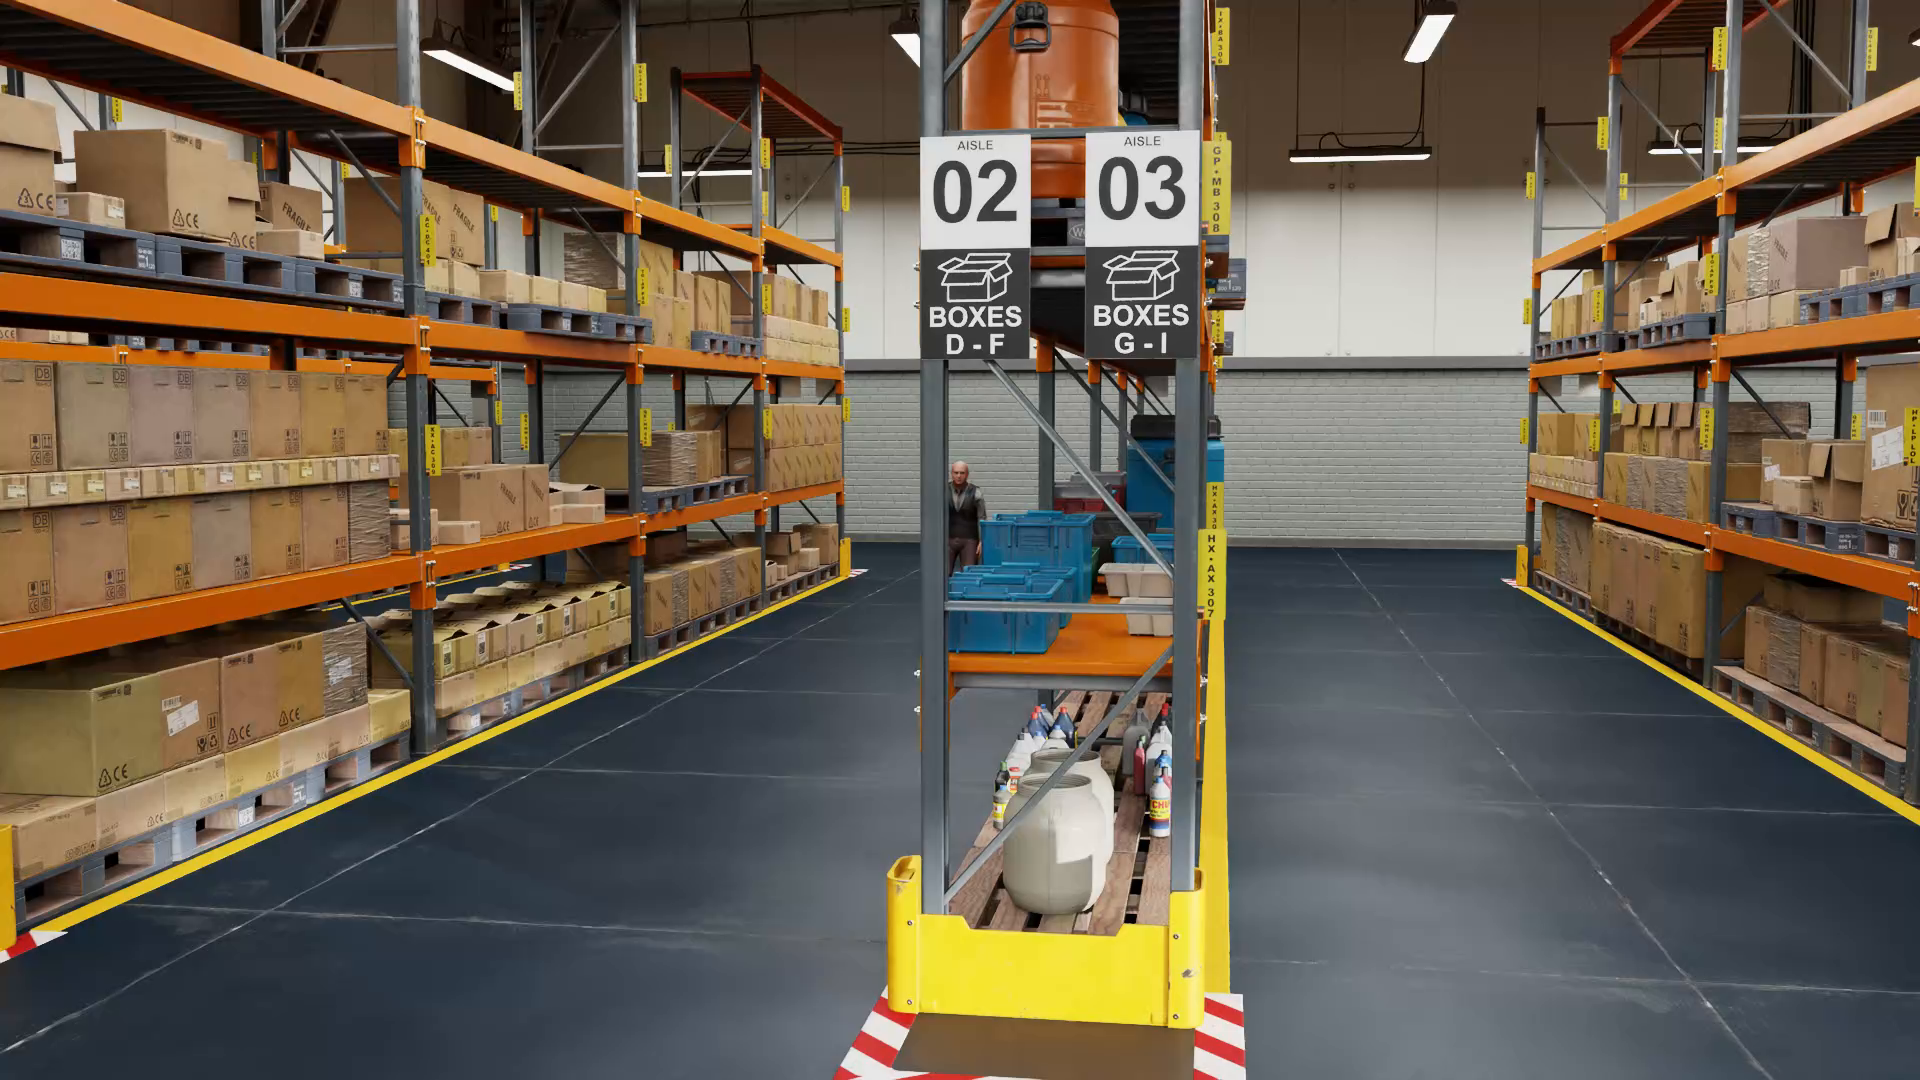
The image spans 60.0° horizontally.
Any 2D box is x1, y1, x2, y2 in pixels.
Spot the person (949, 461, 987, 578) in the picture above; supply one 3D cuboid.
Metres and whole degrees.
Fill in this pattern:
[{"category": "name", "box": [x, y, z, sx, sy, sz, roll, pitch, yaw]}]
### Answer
[{"category": "person", "box": [-0.011, 0.052, 16.971, 0.579, 1.719, 0.422, 0, 4, 6]}]
